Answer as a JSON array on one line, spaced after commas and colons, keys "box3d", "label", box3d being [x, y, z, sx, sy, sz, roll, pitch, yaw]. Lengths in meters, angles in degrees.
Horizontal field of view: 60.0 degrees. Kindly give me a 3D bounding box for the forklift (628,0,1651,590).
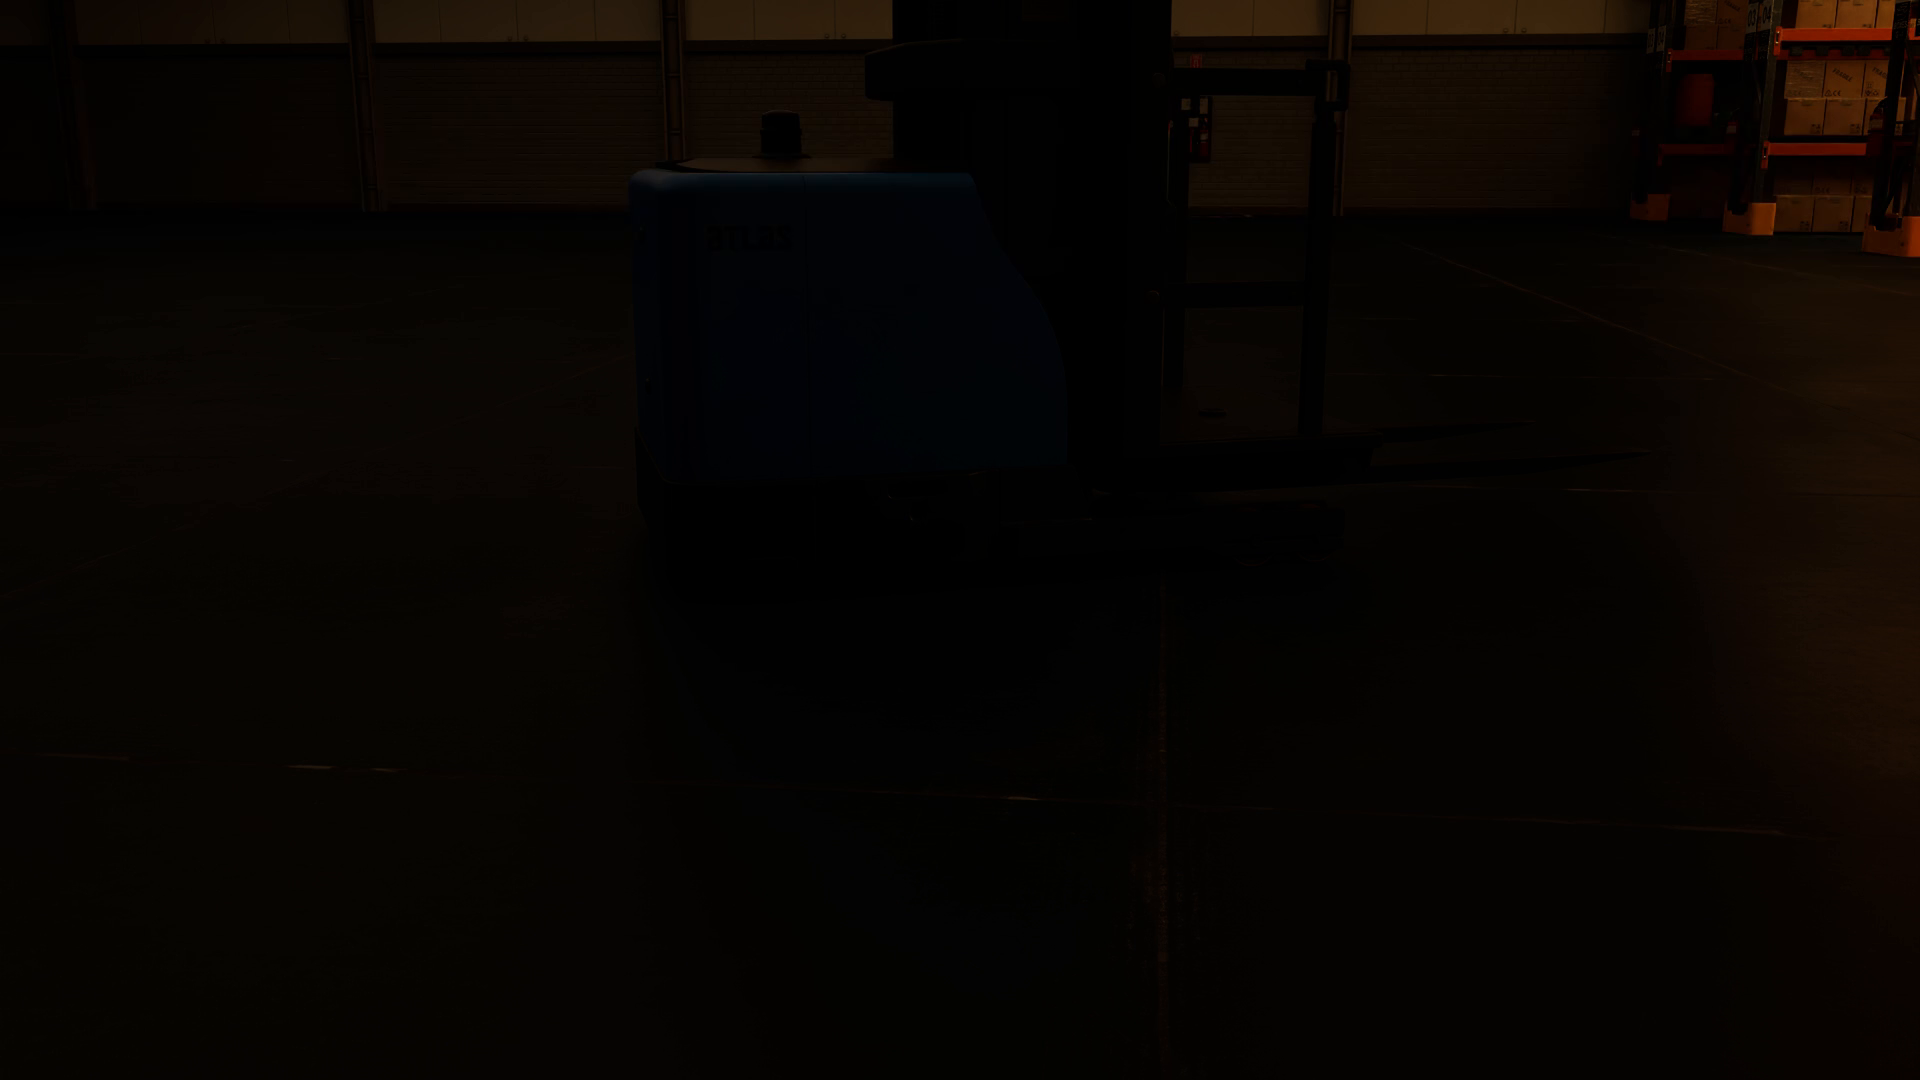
[{"box3d": [0.587, -1.464, 4.770, 3.031, 2.935, 1.130, -4, 14, -15], "label": "forklift"}]
